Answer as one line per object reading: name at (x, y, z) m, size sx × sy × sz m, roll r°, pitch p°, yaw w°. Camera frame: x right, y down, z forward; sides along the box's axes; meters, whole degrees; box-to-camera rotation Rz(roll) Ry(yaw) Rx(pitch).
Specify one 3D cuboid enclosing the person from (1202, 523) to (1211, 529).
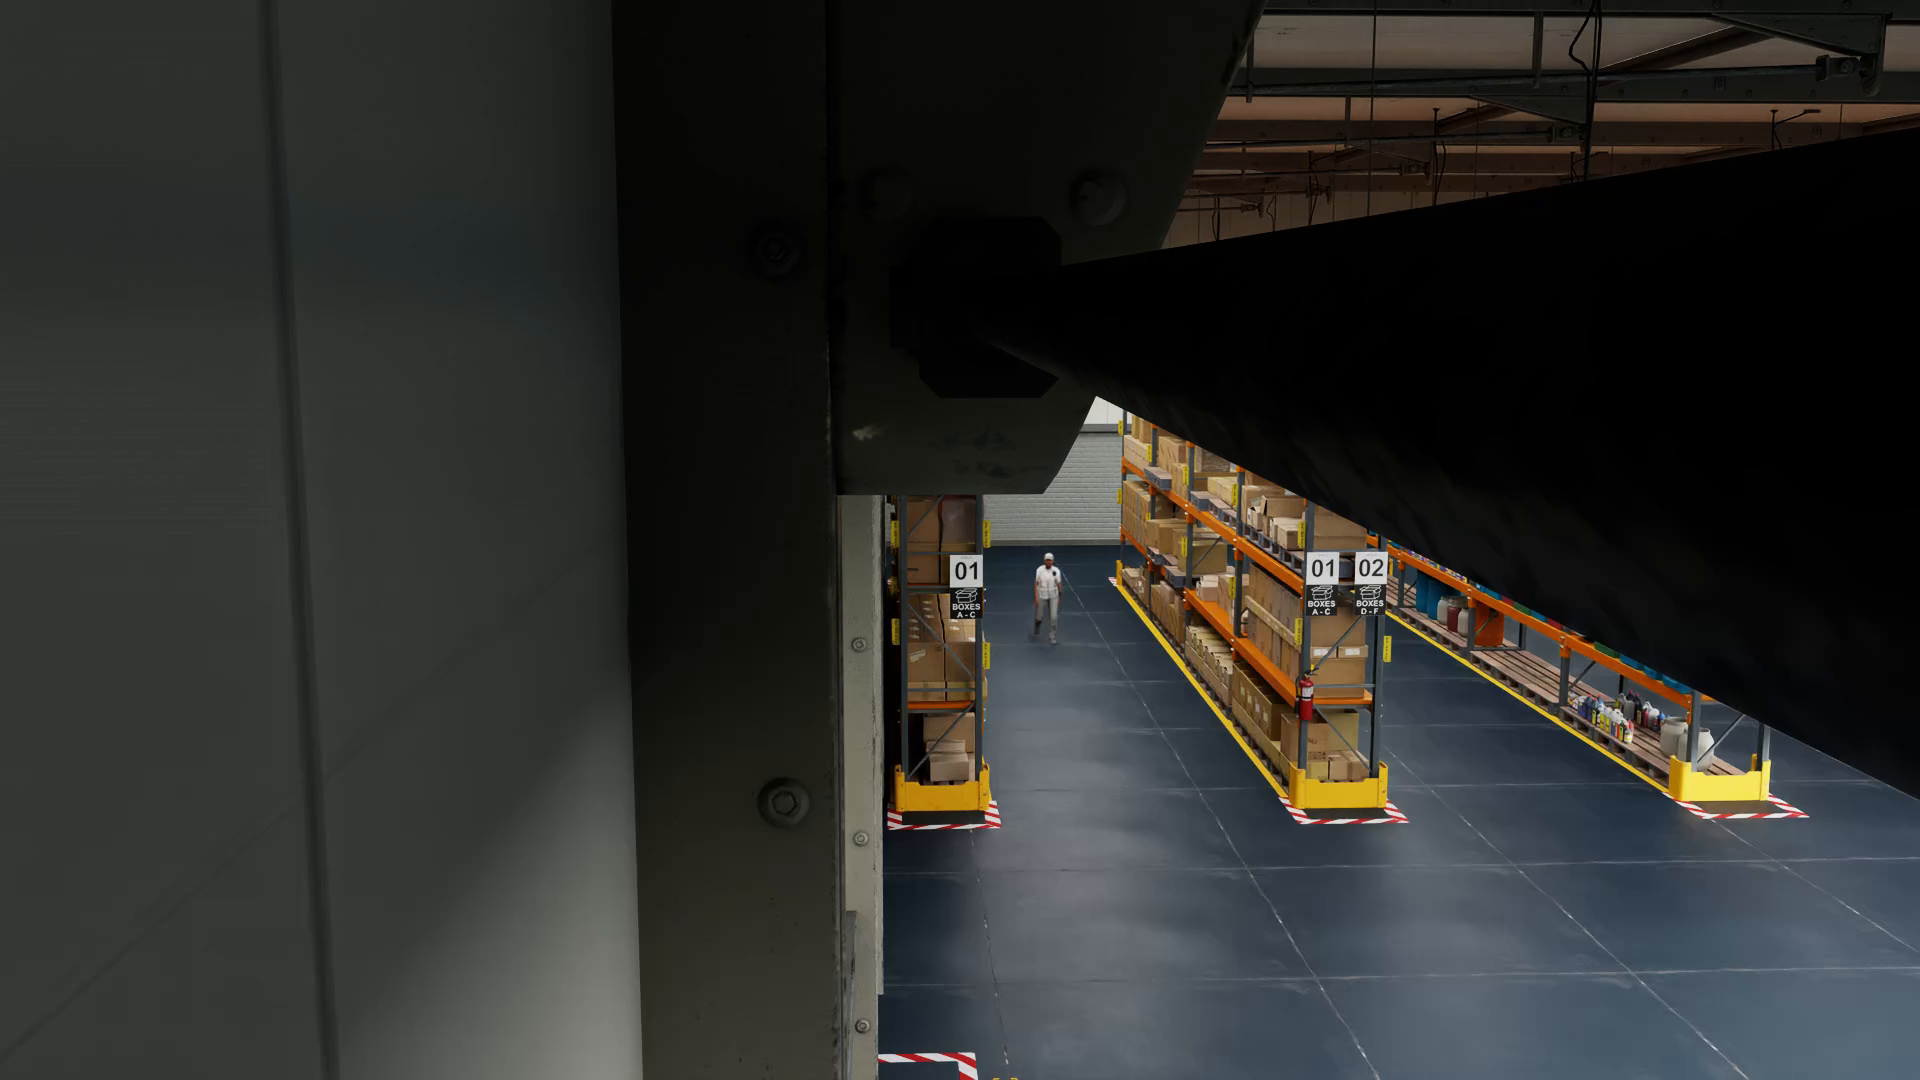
person at (5.973, -0.499, 40.659) m, size 0.545 × 1.732 × 0.506 m, roll -3°, pitch 9°, yaw -19°

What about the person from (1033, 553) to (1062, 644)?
person at (1.606, 1.039, 30.397) m, size 0.504 × 1.631 × 0.665 m, roll -1°, pitch 8°, yaw -5°
